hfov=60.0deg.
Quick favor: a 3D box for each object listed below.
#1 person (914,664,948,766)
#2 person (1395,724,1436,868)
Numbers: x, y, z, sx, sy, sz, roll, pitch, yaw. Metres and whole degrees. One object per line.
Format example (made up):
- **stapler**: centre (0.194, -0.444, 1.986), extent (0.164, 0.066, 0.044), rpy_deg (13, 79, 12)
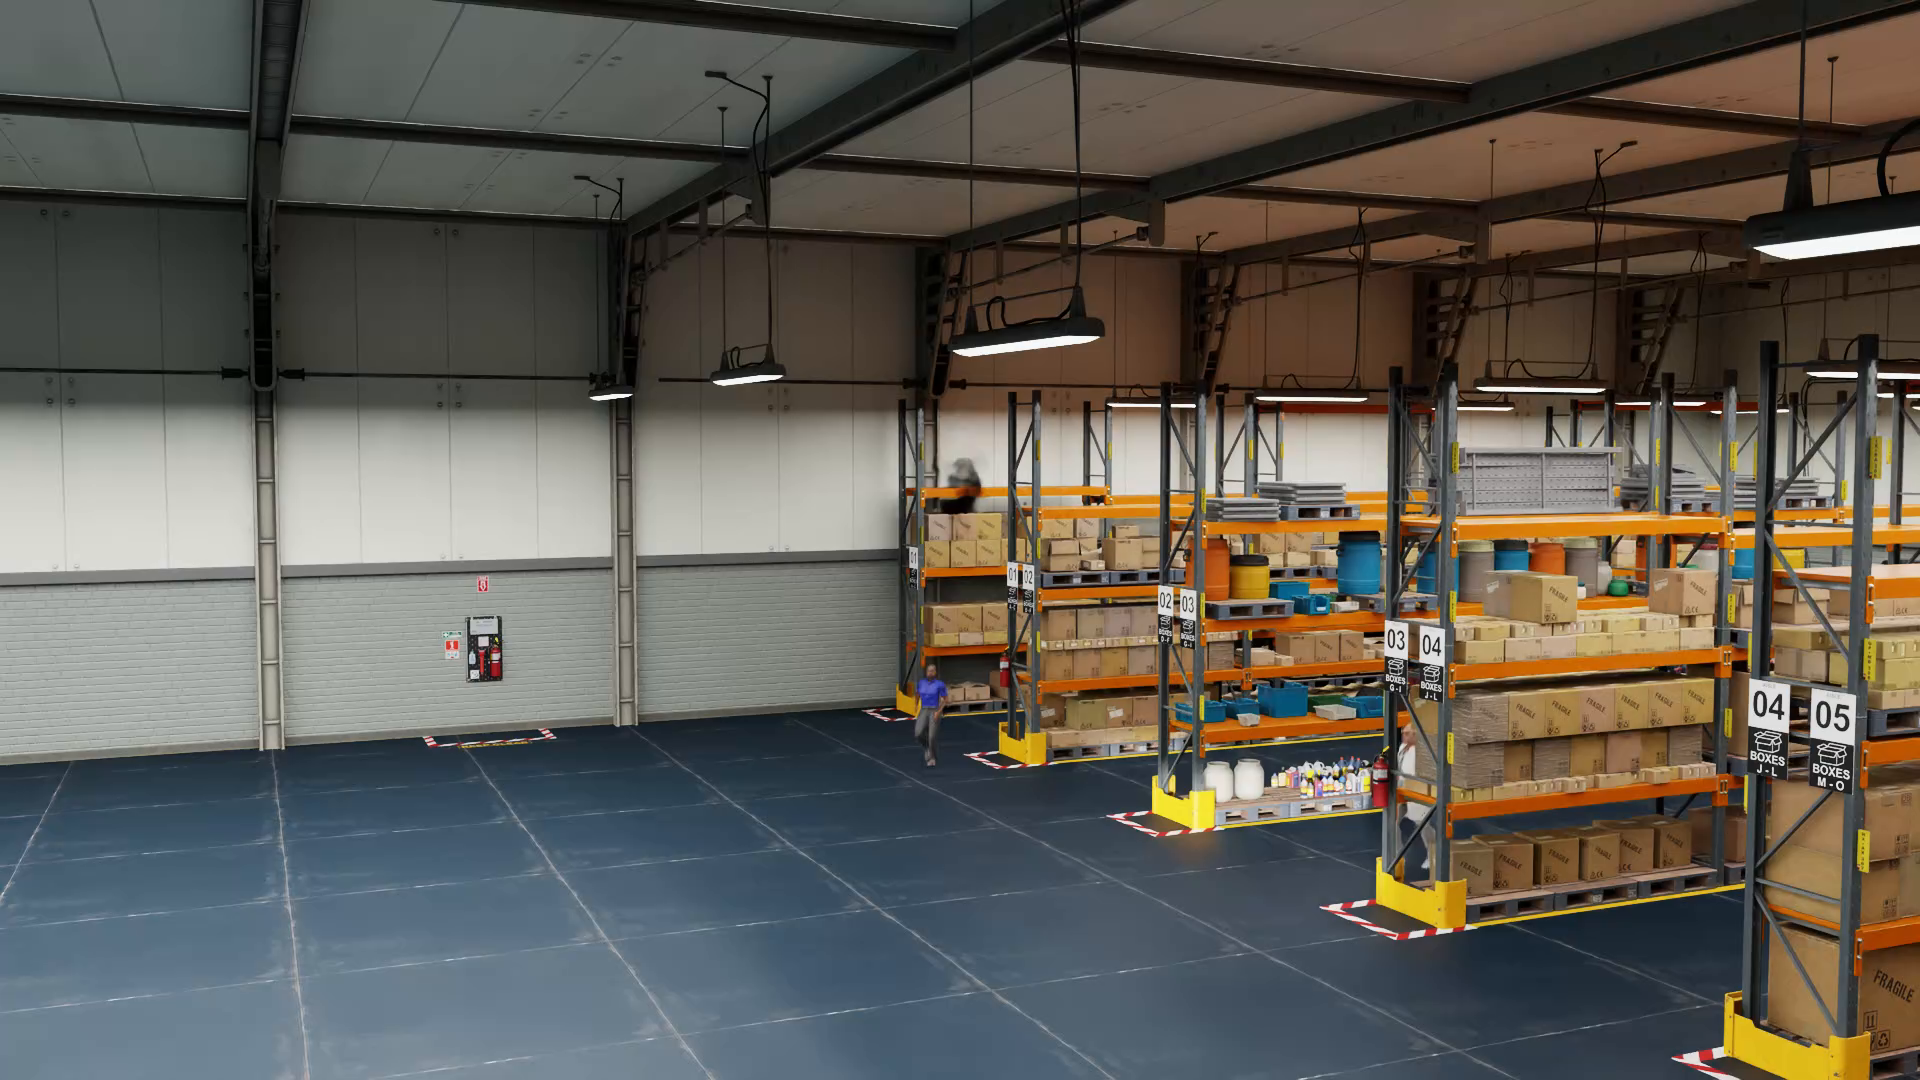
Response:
- **person**: centre (-0.500, 2.779, 26.374), extent (0.602, 1.621, 0.499), rpy_deg (1, 4, 22)
- **person**: centre (5.410, 3.109, 19.867), extent (0.937, 1.847, 0.666), rpy_deg (-2, 4, -28)
